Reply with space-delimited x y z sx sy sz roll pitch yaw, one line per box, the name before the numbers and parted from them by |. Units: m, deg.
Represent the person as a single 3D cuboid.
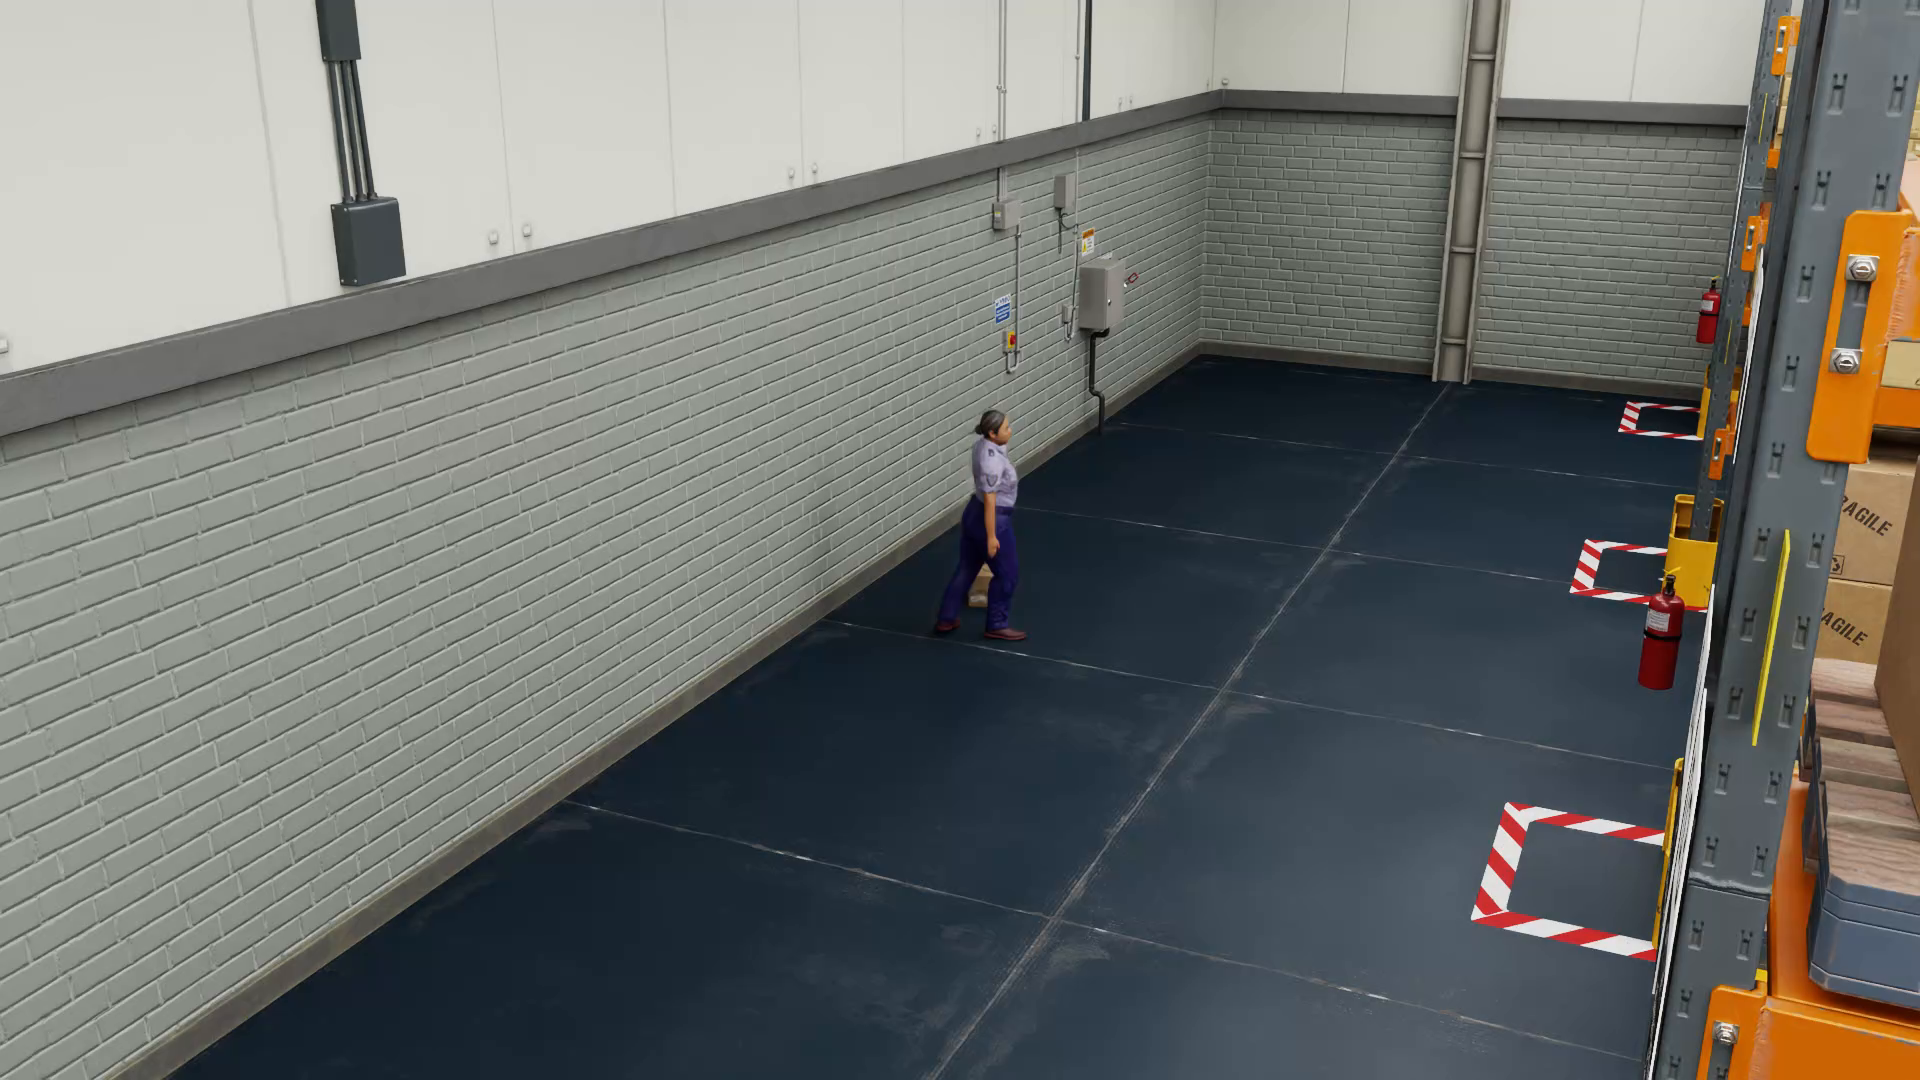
person | 0.146 -0.102 11.397 0.598 1.636 0.554 -5 20 -13
